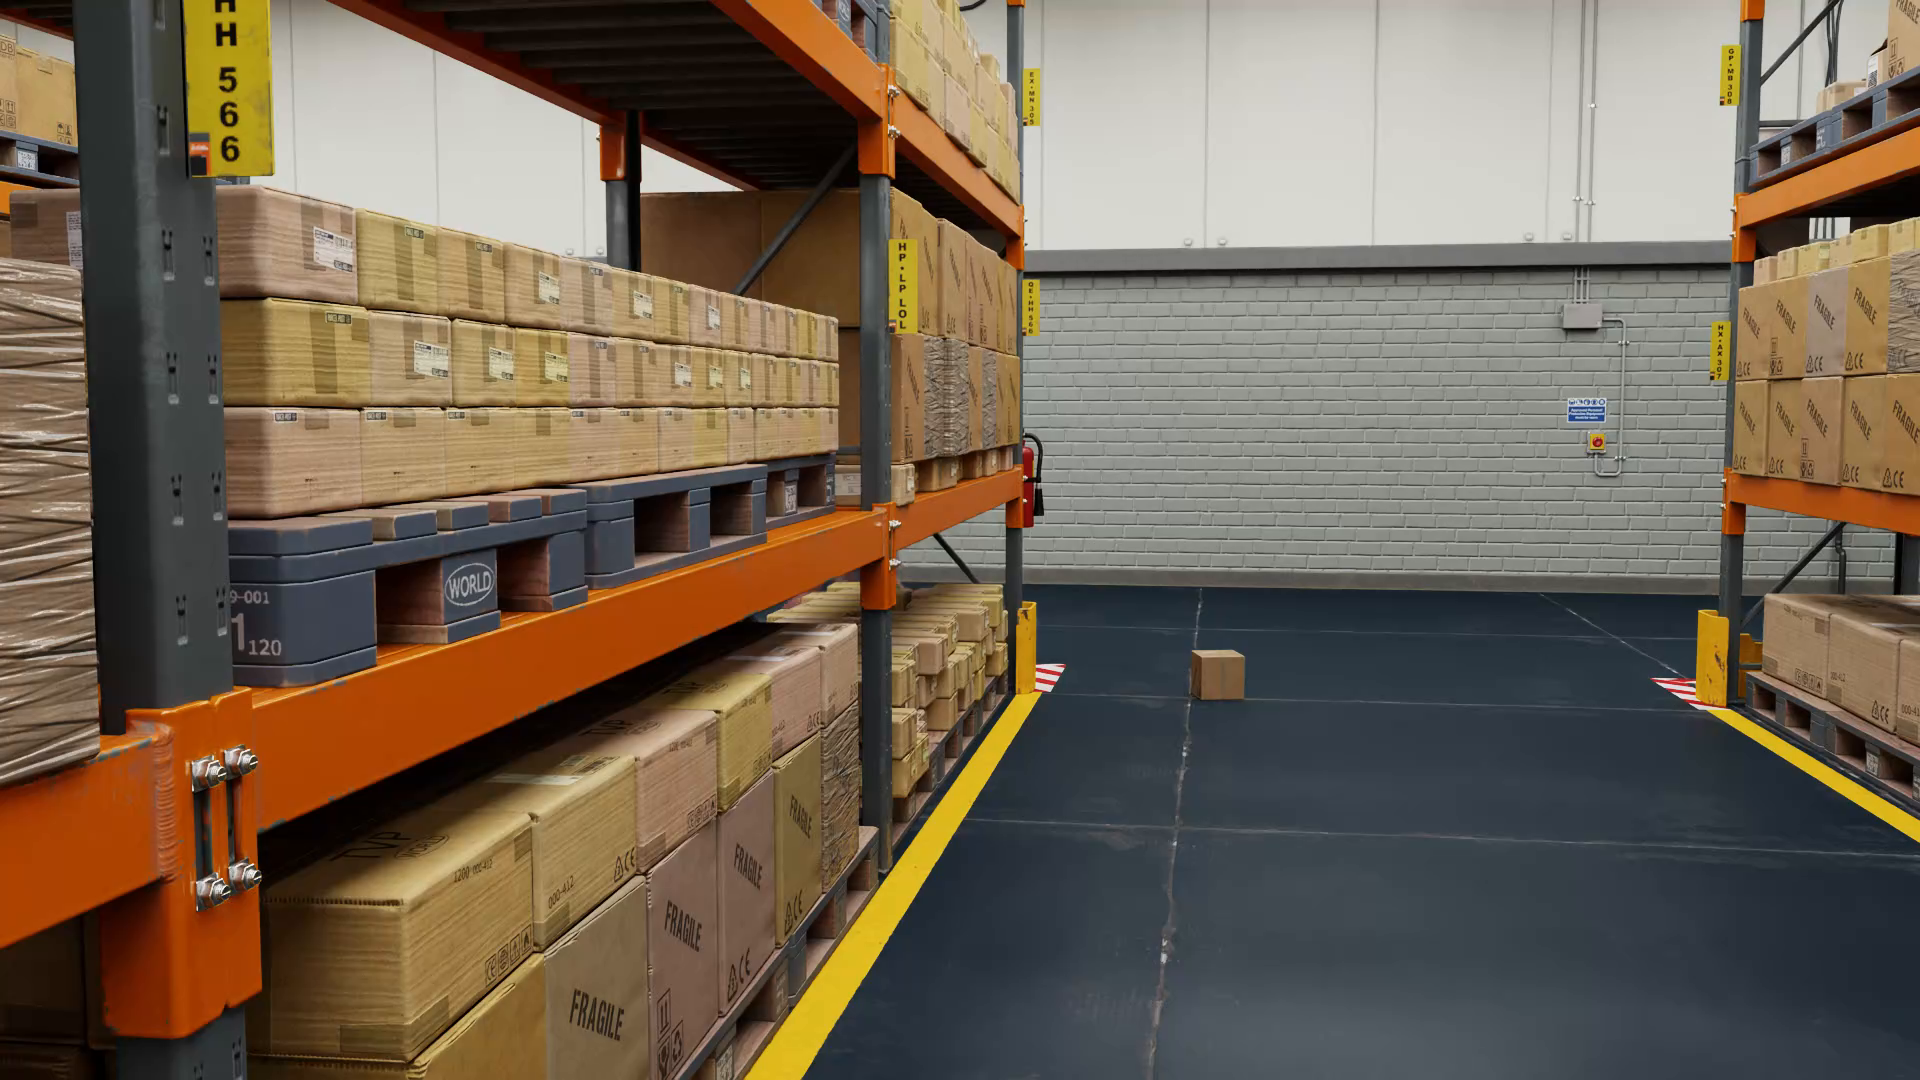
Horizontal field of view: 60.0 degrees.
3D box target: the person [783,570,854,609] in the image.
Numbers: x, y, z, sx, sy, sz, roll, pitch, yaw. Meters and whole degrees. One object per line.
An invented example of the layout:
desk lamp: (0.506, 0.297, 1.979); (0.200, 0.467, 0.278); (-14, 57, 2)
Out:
person: (-0.834, -0.061, 11.203); (1.047, 1.616, 0.452); (1, 5, 9)
